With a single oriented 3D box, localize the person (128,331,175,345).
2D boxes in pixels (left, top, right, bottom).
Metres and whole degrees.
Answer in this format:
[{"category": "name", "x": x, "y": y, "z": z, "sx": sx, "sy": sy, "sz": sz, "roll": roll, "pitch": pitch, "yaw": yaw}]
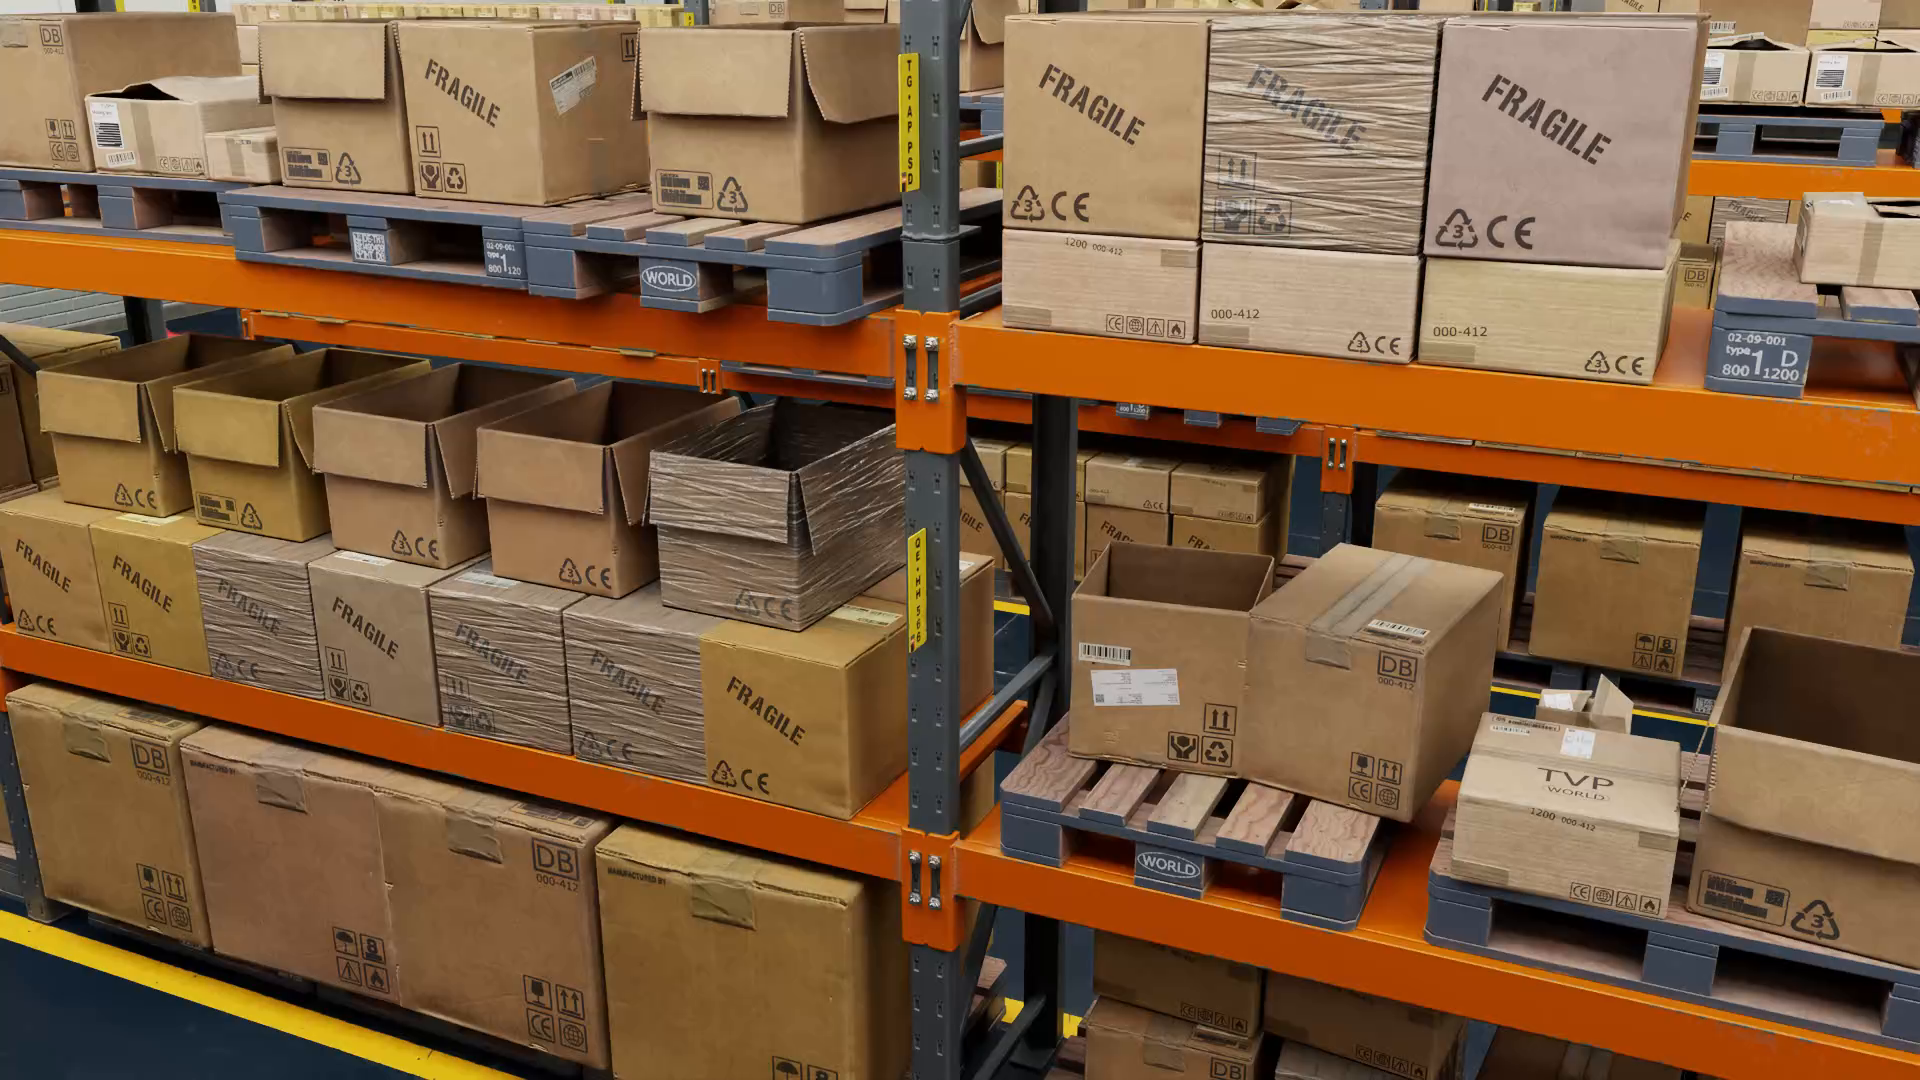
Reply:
[{"category": "person", "x": -4.519, "y": -0.335, "z": 9.508, "sx": 0.949, "sy": 1.756, "sz": 0.586, "roll": 3, "pitch": 19, "yaw": 8}]
